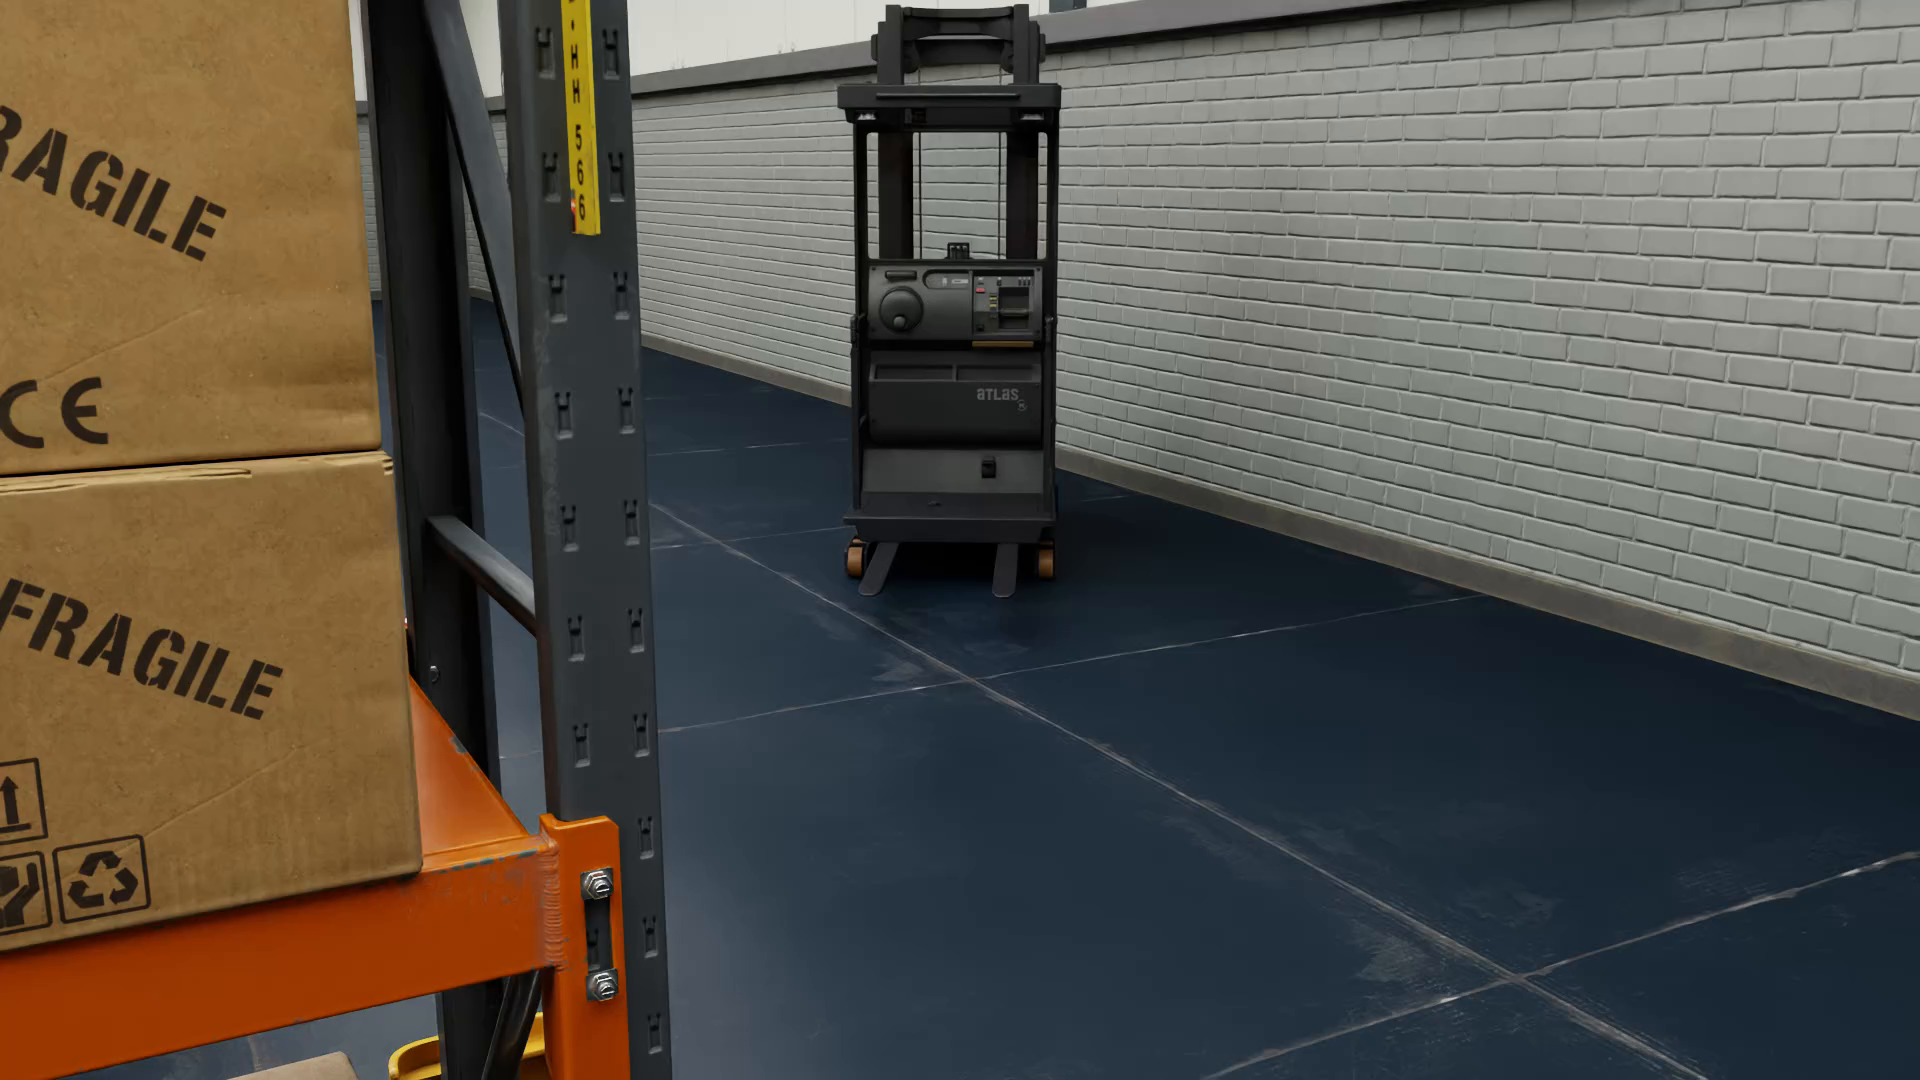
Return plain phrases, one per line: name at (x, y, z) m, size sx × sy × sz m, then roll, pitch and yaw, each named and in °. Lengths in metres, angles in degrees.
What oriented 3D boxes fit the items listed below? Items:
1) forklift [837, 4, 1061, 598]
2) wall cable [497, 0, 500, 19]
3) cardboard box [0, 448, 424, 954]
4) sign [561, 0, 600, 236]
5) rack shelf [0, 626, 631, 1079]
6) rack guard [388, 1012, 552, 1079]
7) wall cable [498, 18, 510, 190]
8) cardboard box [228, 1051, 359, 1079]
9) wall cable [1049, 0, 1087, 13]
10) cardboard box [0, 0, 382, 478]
forklift at (-0.032, -1.293, 8.681) m, size 1.130 × 2.935 × 3.031 m, roll 1°, pitch 13°, yaw 3°
wall cable at (-6.104, -8.581, 22.814) m, size 0.112 × 2.526 × 3.097 m, roll -7°, pitch 14°, yaw -28°
cardboard box at (-0.964, 0.126, 1.991) m, size 0.500 × 0.500 × 0.500 m, roll -7°, pitch 14°, yaw -28°
sign at (-0.420, -0.502, 1.829) m, size 0.005 × 0.325 × 0.100 m, roll -7°, pitch 14°, yaw -28°
rack shelf at (-2.423, 0.634, 1.598) m, size 4.000 × 0.370 × 1.077 m, roll -7°, pitch 14°, yaw -28°
rack guard at (-0.647, 1.290, 2.739) m, size 0.348 × 0.500 × 1.175 m, roll -7°, pitch 14°, yaw -28°
wall cable at (-7.401, -6.639, 25.685) m, size 0.112 × 2.526 × 3.097 m, roll -7°, pitch 14°, yaw -28°
cardboard box at (-1.199, 1.207, 2.295) m, size 0.875 × 0.438 × 0.875 m, roll -7°, pitch 15°, yaw -30°
wall cable at (1.198, -6.264, 9.620) m, size 0.120 × 5.999 × 2.277 m, roll -7°, pitch 14°, yaw -28°
cardboard box at (-0.977, -0.367, 1.904) m, size 0.500 × 0.500 × 0.500 m, roll -6°, pitch 14°, yaw -26°
